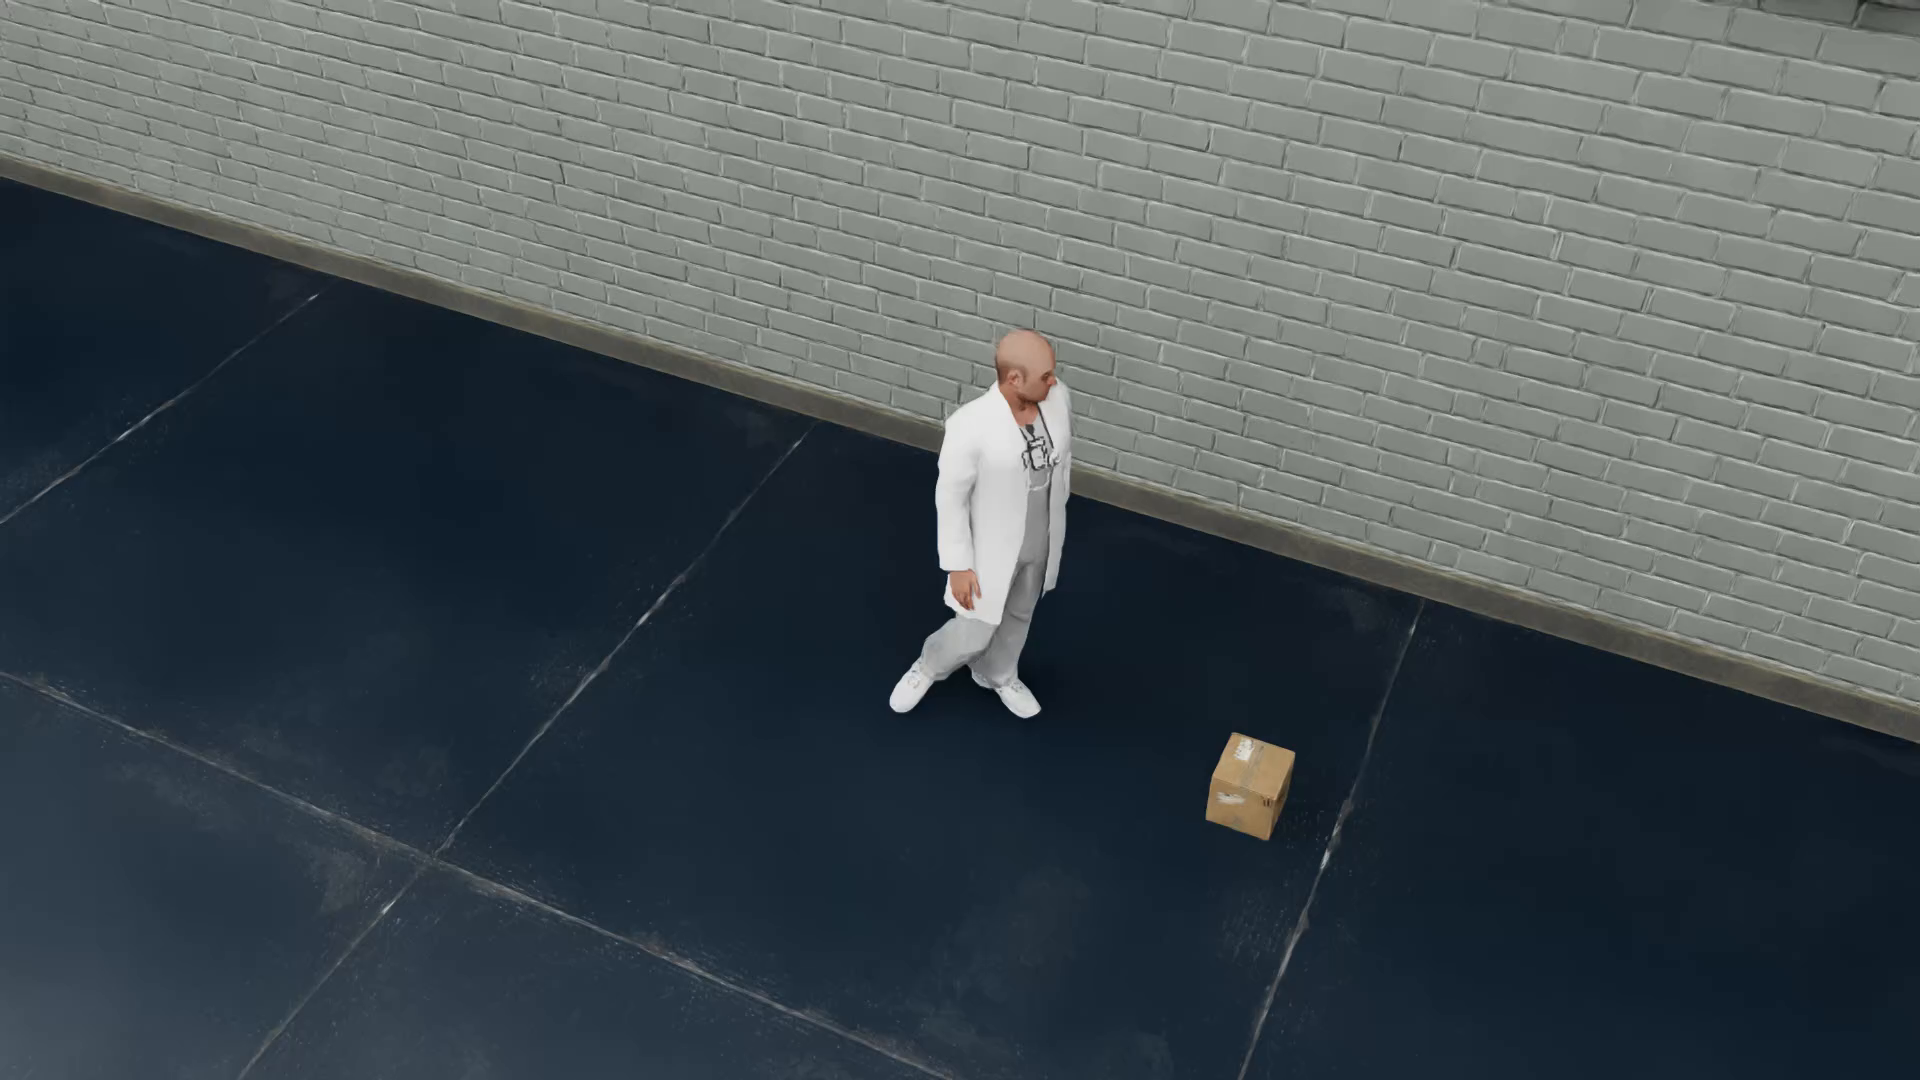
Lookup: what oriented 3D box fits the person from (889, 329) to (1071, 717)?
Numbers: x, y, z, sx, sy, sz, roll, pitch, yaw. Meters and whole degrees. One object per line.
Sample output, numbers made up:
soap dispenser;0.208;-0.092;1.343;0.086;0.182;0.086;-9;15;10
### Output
person;0.109;-0.017;6.162;0.768;1.771;0.514;-24;47;-25
